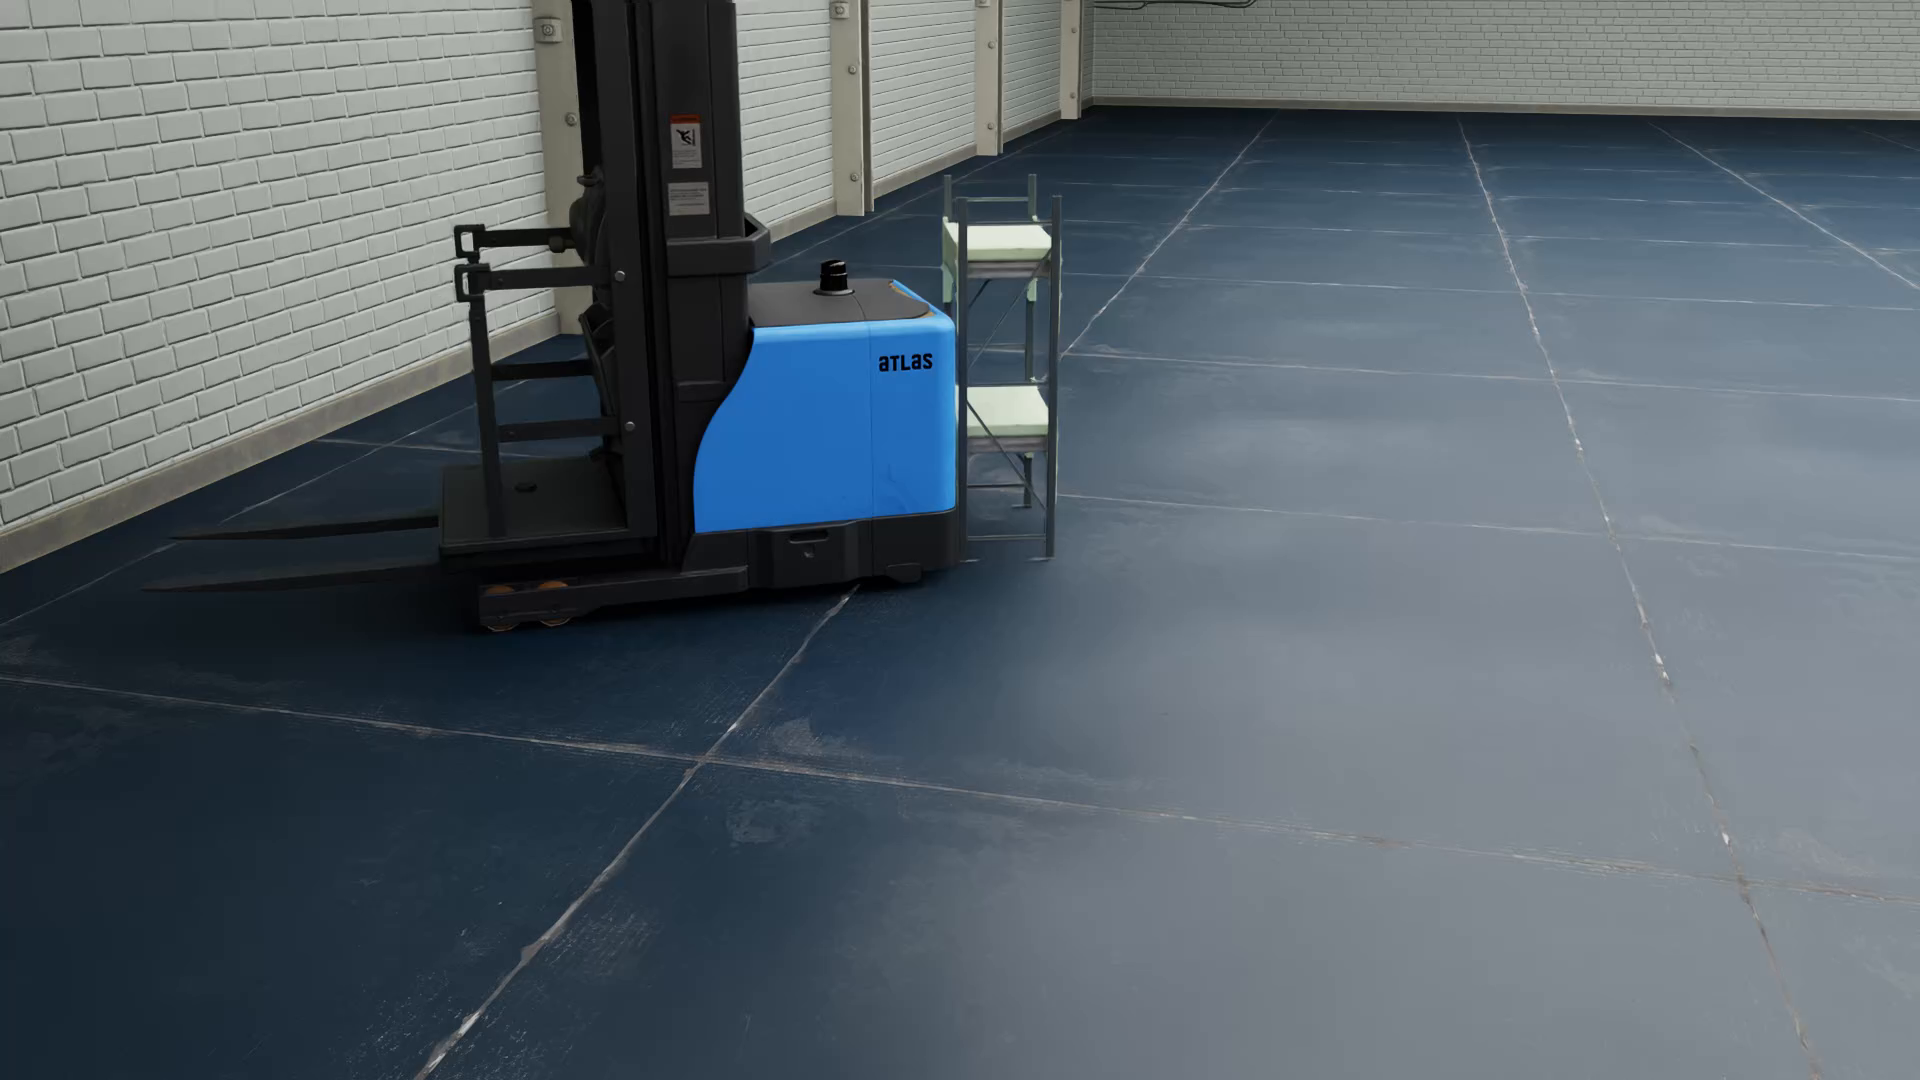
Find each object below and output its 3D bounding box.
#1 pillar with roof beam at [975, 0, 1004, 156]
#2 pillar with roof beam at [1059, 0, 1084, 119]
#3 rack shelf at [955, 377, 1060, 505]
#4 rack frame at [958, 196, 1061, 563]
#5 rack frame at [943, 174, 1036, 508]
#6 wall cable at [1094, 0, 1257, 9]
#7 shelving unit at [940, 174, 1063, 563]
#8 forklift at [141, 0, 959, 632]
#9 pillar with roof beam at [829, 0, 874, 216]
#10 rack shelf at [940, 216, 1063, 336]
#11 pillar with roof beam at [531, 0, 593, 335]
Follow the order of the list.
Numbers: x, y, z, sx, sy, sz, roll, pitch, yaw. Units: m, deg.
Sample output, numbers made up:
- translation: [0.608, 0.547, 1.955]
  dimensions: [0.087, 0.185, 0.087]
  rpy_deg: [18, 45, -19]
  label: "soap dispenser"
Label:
- translation: [4.559, -9.135, 20.010]
  dimensions: [9.100, 9.000, 0.400]
  rpy_deg: [5, 19, 13]
  label: "pillar with roof beam"
- translation: [6.025, -11.016, 25.516]
  dimensions: [9.100, 9.000, 0.400]
  rpy_deg: [5, 19, 13]
  label: "pillar with roof beam"
- translation: [0.161, -0.431, 7.139]
  dimensions: [0.431, 0.370, 0.720]
  rpy_deg: [-2, 19, -5]
  label: "rack shelf"
- translation: [0.194, -0.622, 6.688]
  dimensions: [0.400, 1.500, 0.023]
  rpy_deg: [-2, 19, -5]
  label: "rack frame"
- translation: [0.128, -0.858, 7.378]
  dimensions: [0.400, 1.500, 0.023]
  rpy_deg: [-2, 19, -5]
  label: "rack frame"
- translation: [3.852, -10.705, 29.411]
  dimensions: [3.097, 2.526, 0.112]
  rpy_deg: [5, 19, 13]
  label: "wall cable"
- translation: [0.161, -0.740, 7.033]
  dimensions: [0.431, 1.500, 0.755]
  rpy_deg: [-2, 19, -5]
  label: "shelving unit"
- translation: [-1.580, -1.236, 6.272]
  dimensions: [3.031, 2.935, 1.130]
  rpy_deg: [-5, 20, -15]
  label: "forklift"
- translation: [3.093, -7.254, 14.504]
  dimensions: [9.100, 9.000, 0.400]
  rpy_deg: [5, 19, 13]
  label: "pillar with roof beam"
- translation: [0.161, -1.109, 6.907]
  dimensions: [0.431, 0.370, 0.720]
  rpy_deg: [-2, 19, -5]
  label: "rack shelf"
- translation: [1.627, -5.374, 8.998]
  dimensions: [9.100, 9.000, 0.400]
  rpy_deg: [5, 19, 13]
  label: "pillar with roof beam"
